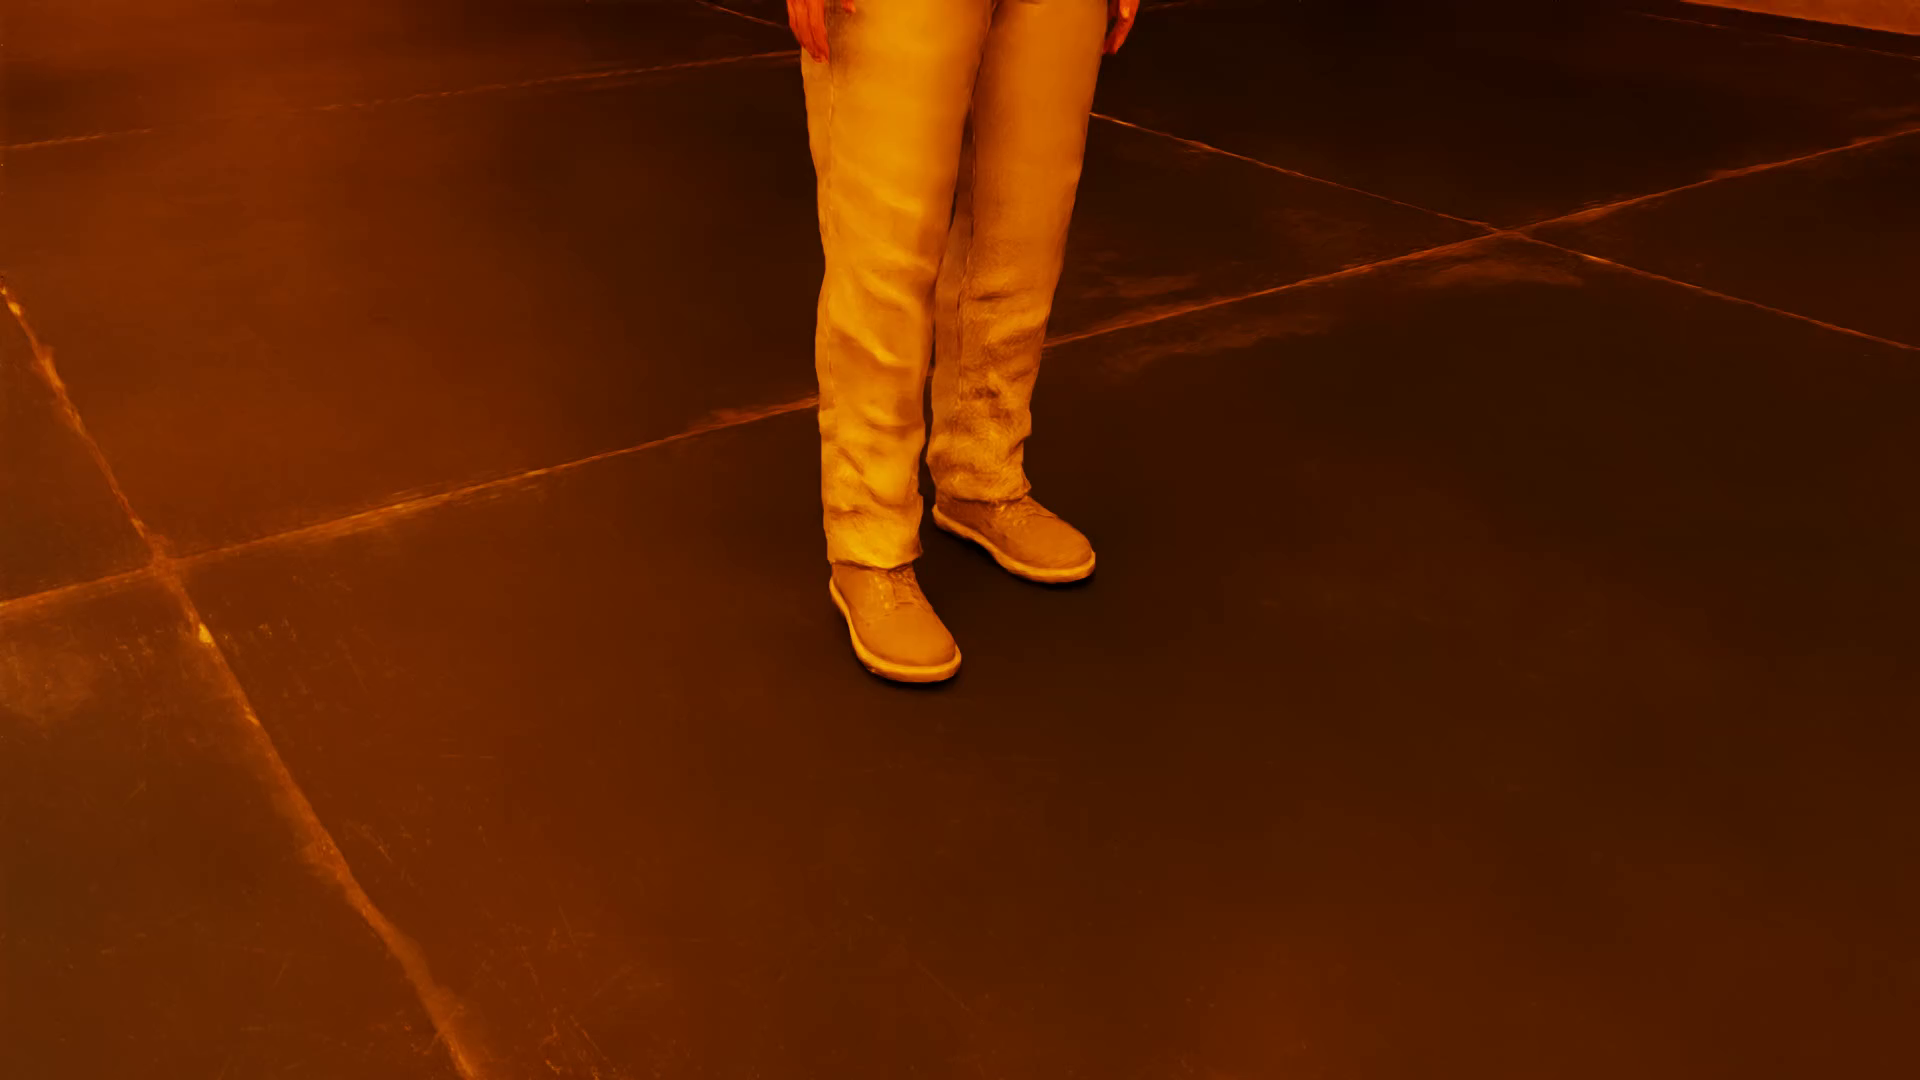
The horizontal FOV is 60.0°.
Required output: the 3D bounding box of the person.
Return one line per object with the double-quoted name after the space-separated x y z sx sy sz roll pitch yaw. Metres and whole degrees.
0.025 -0.717 2.055 0.598 1.669 0.529 -17 31 -31 "person"
